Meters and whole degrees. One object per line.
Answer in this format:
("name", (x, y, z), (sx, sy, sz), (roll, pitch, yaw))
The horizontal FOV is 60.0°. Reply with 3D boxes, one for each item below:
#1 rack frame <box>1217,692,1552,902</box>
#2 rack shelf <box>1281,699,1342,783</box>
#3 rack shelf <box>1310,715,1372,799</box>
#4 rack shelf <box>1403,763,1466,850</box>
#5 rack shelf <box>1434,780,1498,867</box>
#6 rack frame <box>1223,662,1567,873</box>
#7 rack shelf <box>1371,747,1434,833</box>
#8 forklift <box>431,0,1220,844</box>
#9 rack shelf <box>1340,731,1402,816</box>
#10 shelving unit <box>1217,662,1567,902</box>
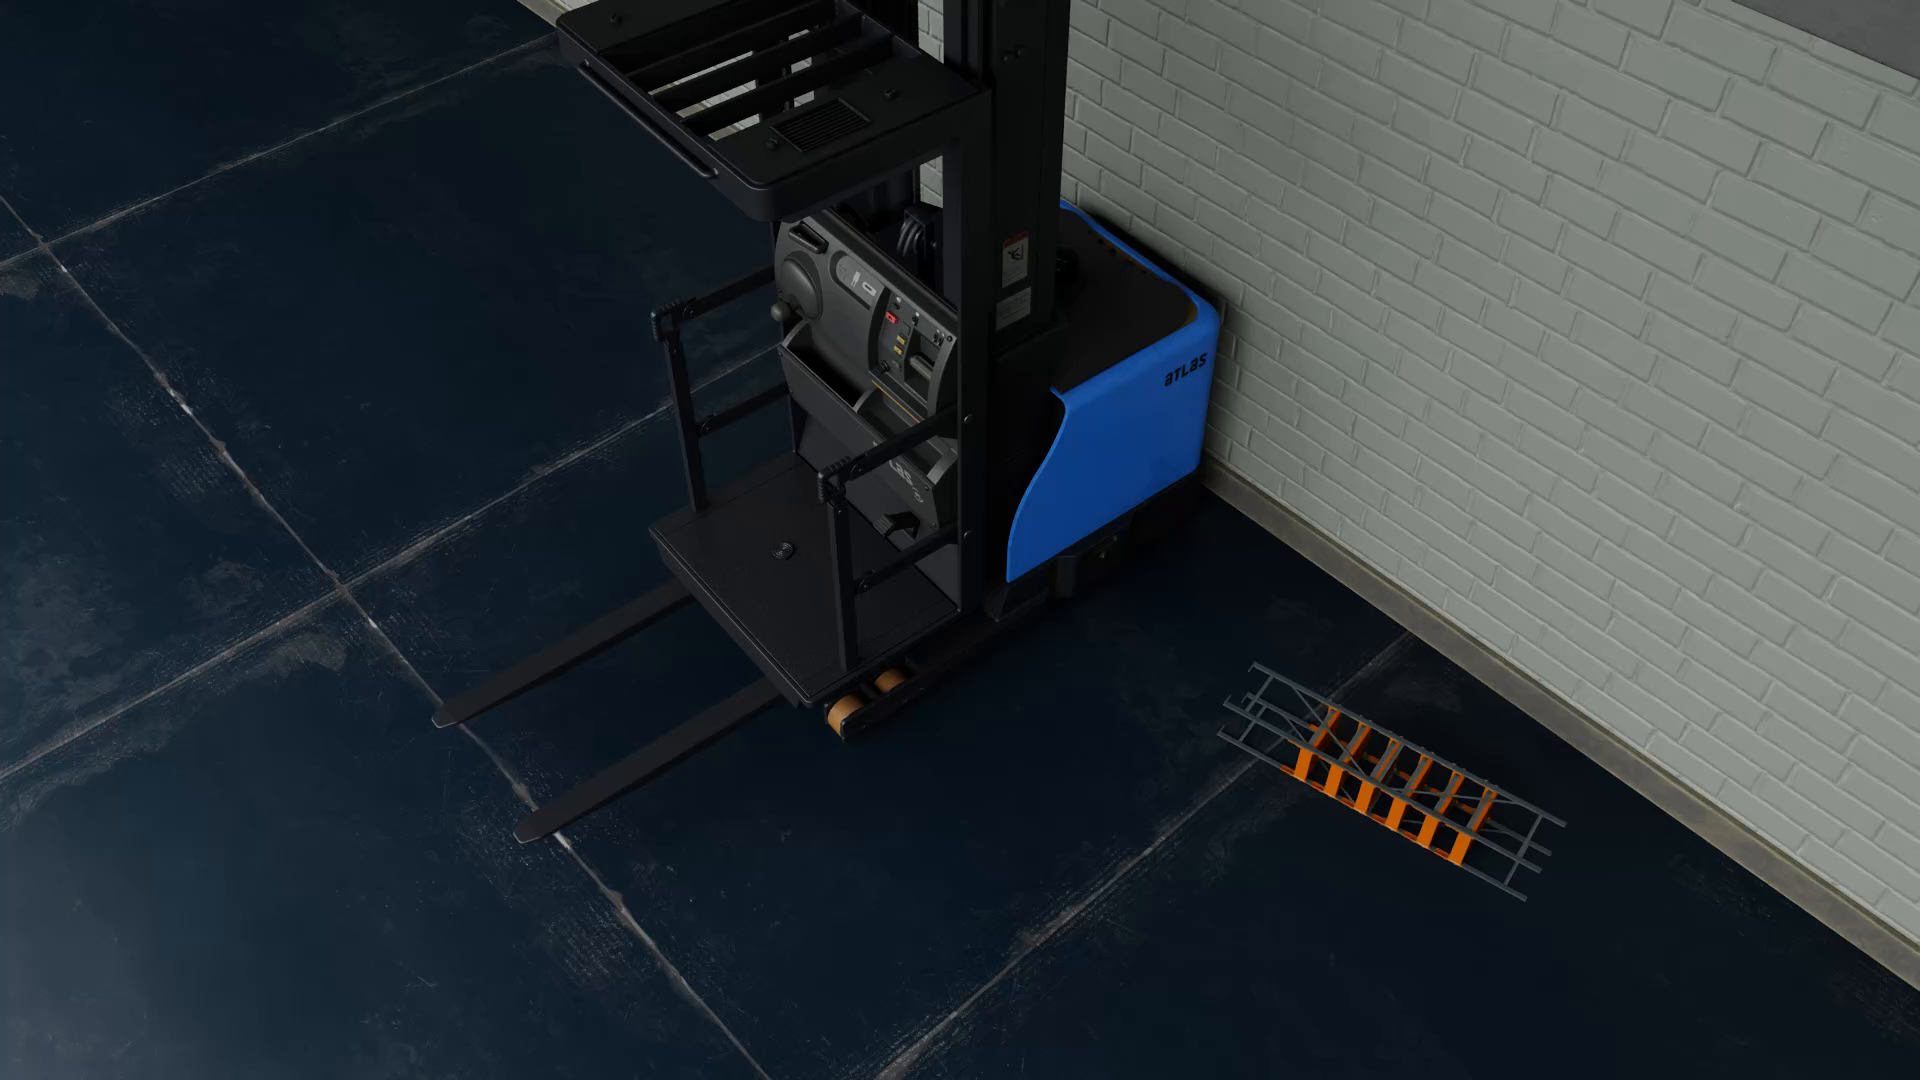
("rack frame", (1.506, 0.902, 5.962), (1.200, 0.006, 0.240), (28, 53, 23))
("rack shelf", (1.274, 0.718, 6.005), (0.103, 0.180, 0.258), (28, 53, 23))
("rack shelf", (1.372, 0.770, 5.958), (0.103, 0.180, 0.258), (28, 53, 23))
("rack shelf", (1.666, 0.924, 5.819), (0.103, 0.180, 0.258), (28, 53, 23))
("rack shelf", (1.764, 0.976, 5.772), (0.103, 0.180, 0.258), (28, 53, 23))
("rack frame", (1.507, 0.778, 5.827), (1.200, 0.006, 0.240), (28, 53, 23))
("rack shelf", (1.568, 0.873, 5.865), (0.103, 0.180, 0.258), (28, 53, 23))
("forklift", (-0.490, -0.709, 5.463), (3.031, 2.935, 1.130), (-30, 54, -25))
("rack shelf", (1.470, 0.821, 5.912), (0.103, 0.180, 0.258), (28, 53, 23))
("shelving unit", (1.506, 0.840, 5.895), (1.200, 0.189, 0.258), (28, 53, 23))
